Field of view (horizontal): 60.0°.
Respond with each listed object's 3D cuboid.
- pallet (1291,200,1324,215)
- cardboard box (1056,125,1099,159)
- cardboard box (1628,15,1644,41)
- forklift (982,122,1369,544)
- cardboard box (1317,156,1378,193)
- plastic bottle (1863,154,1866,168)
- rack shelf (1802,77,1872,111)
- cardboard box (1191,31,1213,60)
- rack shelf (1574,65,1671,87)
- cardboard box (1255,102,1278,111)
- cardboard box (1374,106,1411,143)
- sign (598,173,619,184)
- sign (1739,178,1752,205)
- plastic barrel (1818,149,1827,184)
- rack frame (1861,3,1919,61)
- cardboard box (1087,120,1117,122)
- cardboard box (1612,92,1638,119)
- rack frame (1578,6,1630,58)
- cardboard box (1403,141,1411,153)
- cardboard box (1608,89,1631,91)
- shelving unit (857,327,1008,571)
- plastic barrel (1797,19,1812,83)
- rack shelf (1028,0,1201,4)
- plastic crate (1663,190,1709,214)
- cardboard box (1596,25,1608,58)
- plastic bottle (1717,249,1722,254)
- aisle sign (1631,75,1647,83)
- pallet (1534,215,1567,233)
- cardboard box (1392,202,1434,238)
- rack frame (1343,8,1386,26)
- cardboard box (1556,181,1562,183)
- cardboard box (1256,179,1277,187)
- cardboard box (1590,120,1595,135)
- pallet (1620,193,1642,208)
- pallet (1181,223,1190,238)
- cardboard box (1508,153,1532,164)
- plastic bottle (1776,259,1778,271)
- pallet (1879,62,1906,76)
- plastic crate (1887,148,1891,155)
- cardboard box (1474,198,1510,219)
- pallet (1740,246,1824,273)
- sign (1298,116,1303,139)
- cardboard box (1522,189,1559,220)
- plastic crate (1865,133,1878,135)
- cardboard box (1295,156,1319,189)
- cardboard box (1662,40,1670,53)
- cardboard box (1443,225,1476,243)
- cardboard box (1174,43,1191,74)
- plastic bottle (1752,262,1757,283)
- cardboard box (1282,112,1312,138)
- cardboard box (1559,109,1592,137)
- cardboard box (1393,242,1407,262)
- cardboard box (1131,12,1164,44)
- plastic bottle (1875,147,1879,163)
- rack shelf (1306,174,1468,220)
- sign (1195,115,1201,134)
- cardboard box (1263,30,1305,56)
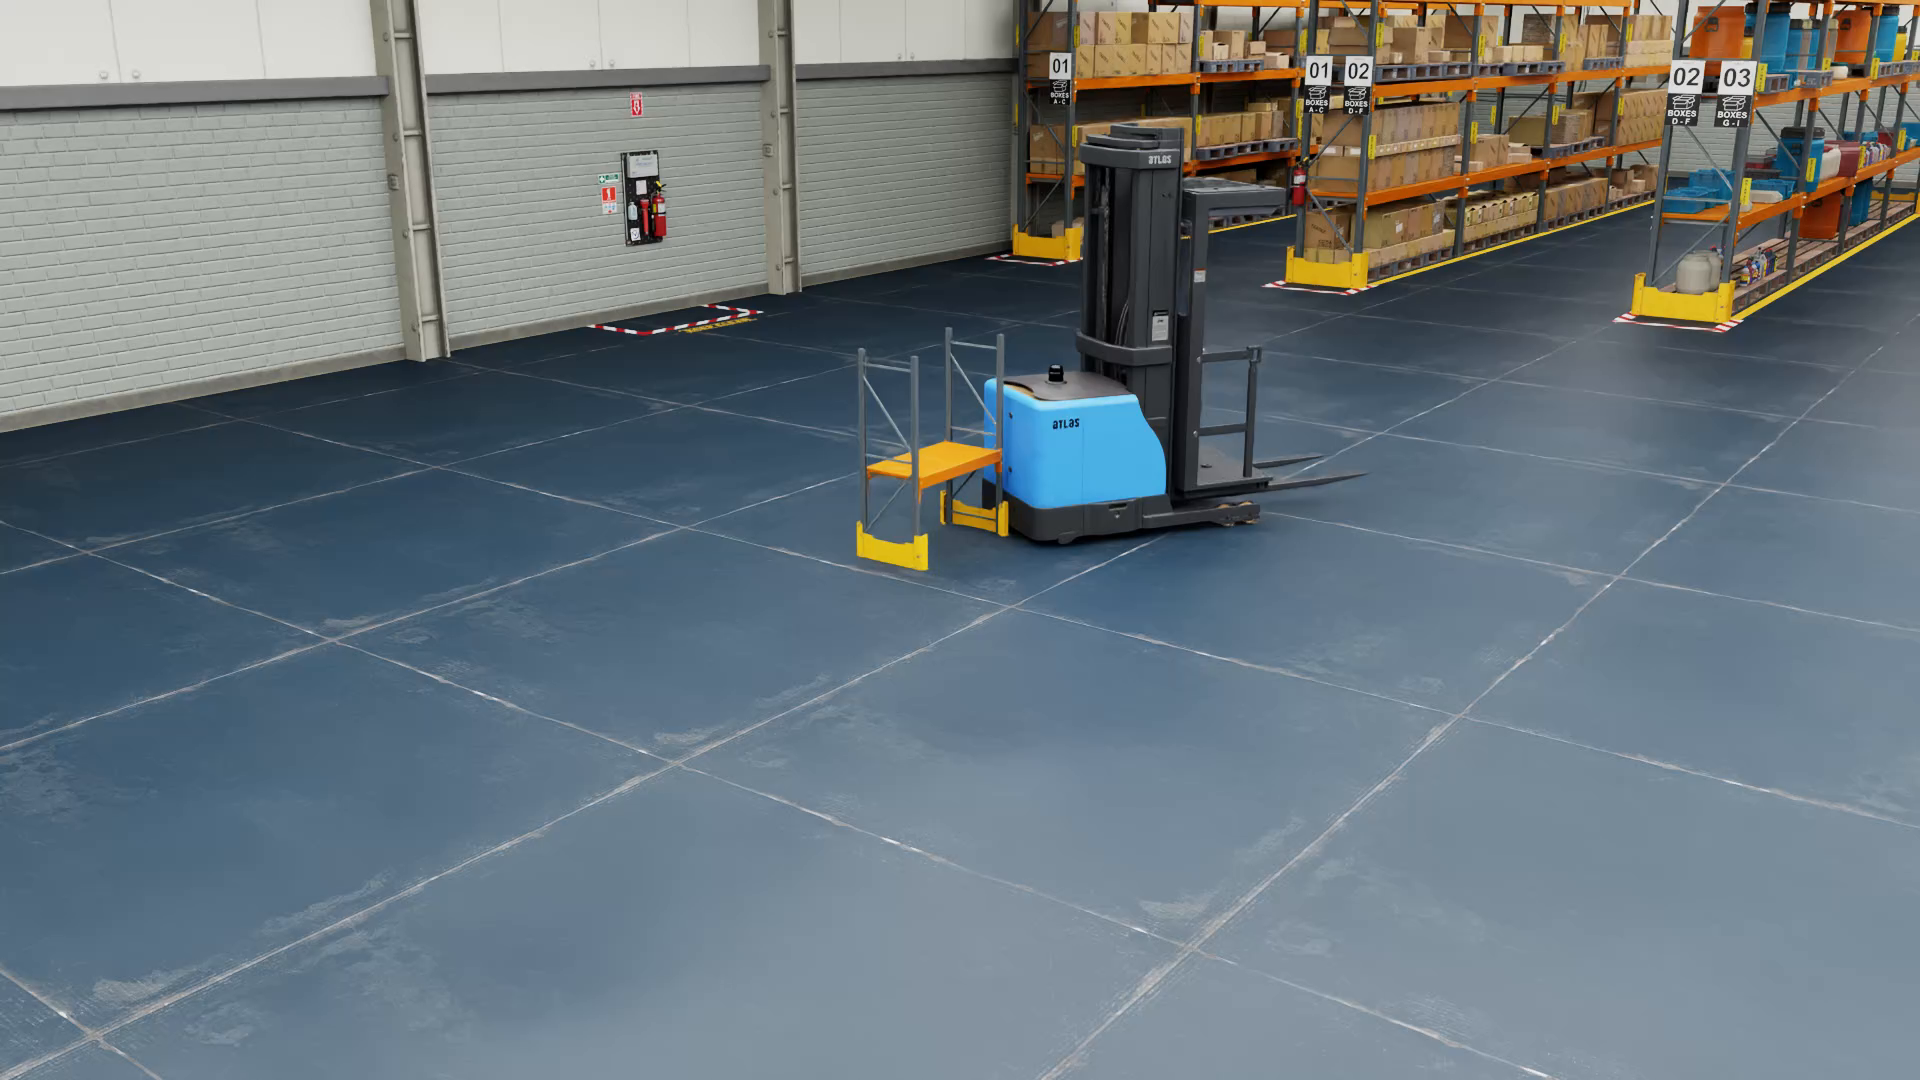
[{"bbox_3d":[6.667,-6.798,33.778,1.003,0.211,1.213,12,21,35],"label":"pallet"},{"bbox_3d":[1.896,-6.406,26.770,0.500,0.500,0.500,12,21,35],"label":"cardboard box"},{"bbox_3d":[13.171,-10.208,33.144,0.700,0.500,0.500,12,21,35],"label":"cardboard box"},{"bbox_3d":[1.733,-1.635,12.566,3.031,2.935,1.130,-7,19,-22],"label":"forklift"},{"bbox_3d":[5.639,-5.332,24.187,0.700,0.500,0.500,12,21,35],"label":"cardboard box"},{"bbox_3d":[15.252,-6.432,28.114,0.097,0.271,0.097,0,17,0],"label":"plastic bottle"},{"bbox_3d":[12.901,-6.817,25.293,1.077,0.370,4.000,12,21,35],"label":"rack shelf"},{"bbox_3d":[4.143,-8.799,29.587,0.500,0.500,0.500,16,24,42],"label":"cardboard box"},{"bbox_3d":[13.692,-9.599,34.250,1.077,0.370,4.000,12,21,35],"label":"rack shelf"},{"bbox_3d":[5.955,-8.435,32.345,0.380,0.149,0.250,9,20,28],"label":"cardboard box"},{"bbox_3d":[6.279,-6.210,24.829,0.700,0.500,0.500,13,21,35],"label":"cardboard box"},{"bbox_3d":[-4.388,-4.514,20.770,0.001,0.109,0.331,12,21,35],"label":"sign"},{"bbox_3d":[9.766,-4.333,20.672,0.100,0.325,0.005,12,21,35],"label":"sign"},{"bbox_3d":[12.893,-5.680,25.249,0.433,0.535,0.433,0,17,0],"label":"plastic barrel"},{"bbox_3d":[16.476,-10.022,29.343,1.000,3.000,0.127,12,21,35],"label":"rack frame"},{"bbox_3d":[2.392,-6.857,28.223,0.500,0.500,0.500,13,21,35],"label":"cardboard box"},{"bbox_3d":[13.314,-8.744,33.489,0.500,0.500,0.500,12,21,33],"label":"cardboard box"},{"bbox_3d":[12.500,-10.898,32.165,1.000,3.000,0.127,12,21,35],"label":"rack frame"},{"bbox_3d":[6.523,-5.895,24.907,0.380,0.149,0.250,12,21,34],"label":"cardboard box"},{"bbox_3d":[13.800,-9.208,34.983,0.500,0.500,0.500,13,21,35],"label":"cardboard box"},{"bbox_3d":[-0.188,-0.678,11.899,0.587,1.500,1.083,12,21,34],"label":"shelving unit"},{"bbox_3d":[12.228,-7.239,24.593,0.600,0.901,0.600,0,17,0],"label":"plastic barrel"},{"bbox_3d":[2.562,-9.046,27.418,1.077,0.370,4.000,12,21,35],"label":"rack shelf"},{"bbox_3d":[9.384,-4.400,21.606,0.499,0.251,0.616,12,21,35],"label":"plastic crate"},{"bbox_3d":[12.141,-9.655,32.173,0.600,0.600,0.600,10,20,30],"label":"cardboard box"},{"bbox_3d":[10.997,-4.081,24.178,0.152,0.276,0.135,13,22,37],"label":"plastic bottle"},{"bbox_3d":[14.689,-10.296,35.956,0.394,0.787,0.004,12,21,35],"label":"aisle sign"},{"bbox_3d":[10.592,-5.920,30.951,1.003,0.211,1.213,12,21,35],"label":"pallet"},{"bbox_3d":[7.031,-4.988,25.911,0.500,0.500,0.500,12,21,35],"label":"cardboard box"},{"bbox_3d":[8.520,-11.773,34.981,1.000,3.000,0.127,12,21,35],"label":"rack frame"},{"bbox_3d":[11.404,-6.731,32.333,0.500,0.500,0.500,13,21,35],"label":"cardboard box"},{"bbox_3d":[5.749,-6.791,32.526,0.700,0.500,0.500,13,21,35],"label":"cardboard box"},{"bbox_3d":[12.592,-8.245,33.569,0.500,0.500,0.500,13,21,36],"label":"cardboard box"},{"bbox_3d":[13.637,-7.157,34.934,1.003,0.211,1.213,12,21,35],"label":"pallet"},{"bbox_3d":[3.381,-5.504,29.613,1.003,0.211,1.213,12,21,35],"label":"pallet"},{"bbox_3d":[9.803,-6.698,29.177,0.380,0.149,0.250,12,21,35],"label":"cardboard box"},{"bbox_3d":[11.744,-3.984,23.992,0.097,0.201,0.097,0,17,0],"label":"plastic bottle"},{"bbox_3d":[15.414,-8.025,28.288,1.003,0.211,1.213,12,21,35],"label":"pallet"},{"bbox_3d":[16.868,-7.145,30.539,0.396,0.136,0.243,12,21,35],"label":"plastic crate"},{"bbox_3d":[9.095,-5.704,28.536,0.500,0.311,0.500,13,22,36],"label":"cardboard box"},{"bbox_3d":[12.873,-4.406,26.075,1.003,0.211,1.213,12,21,35],"label":"pallet"},{"bbox_3d":[4.923,-5.940,23.963,0.100,0.325,0.005,12,21,35],"label":"sign"},{"bbox_3d":[10.618,-6.155,30.479,0.500,0.500,0.500,14,22,37],"label":"cardboard box"},{"bbox_3d":[18.056,-7.901,32.810,0.416,0.233,0.300,12,21,35],"label":"plastic crate"},{"bbox_3d":[7.207,-7.488,34.217,0.750,0.750,0.750,12,21,34],"label":"cardboard box"},{"bbox_3d":[14.485,-10.299,34.703,0.500,0.250,0.500,12,21,35],"label":"cardboard box"},{"bbox_3d":[8.173,-5.068,27.433,0.500,0.250,0.500,12,21,33],"label":"cardboard box"},{"bbox_3d":[3.649,-8.328,28.742,0.500,0.500,0.500,13,22,36],"label":"cardboard box"},{"bbox_3d":[10.921,-3.688,22.922,0.097,0.271,0.097,0,17,0],"label":"plastic bottle"},{"bbox_3d":[6.632,-8.225,32.968,0.500,0.500,0.500,13,22,36],"label":"cardboard box"},{"bbox_3d":[12.039,-8.208,32.741,0.700,0.500,0.500,5,18,16],"label":"cardboard box"},{"bbox_3d":[6.442,-4.390,25.250,0.500,0.250,0.500,12,21,35],"label":"cardboard box"},{"bbox_3d":[3.052,-8.544,27.752,0.500,0.500,0.500,12,21,33],"label":"cardboard box"},{"bbox_3d":[15.983,-6.740,29.098,0.152,0.276,0.135,12,21,35],"label":"plastic bottle"},{"bbox_3d":[6.542,-5.308,25.492,1.077,0.370,4.000,12,21,35],"label":"rack shelf"},{"bbox_3d":[4.194,-7.322,29.303,0.100,0.325,0.005,12,21,35],"label":"sign"},{"bbox_3d":[6.374,-9.769,32.675,0.700,0.500,0.500,11,20,30],"label":"cardboard box"}]
